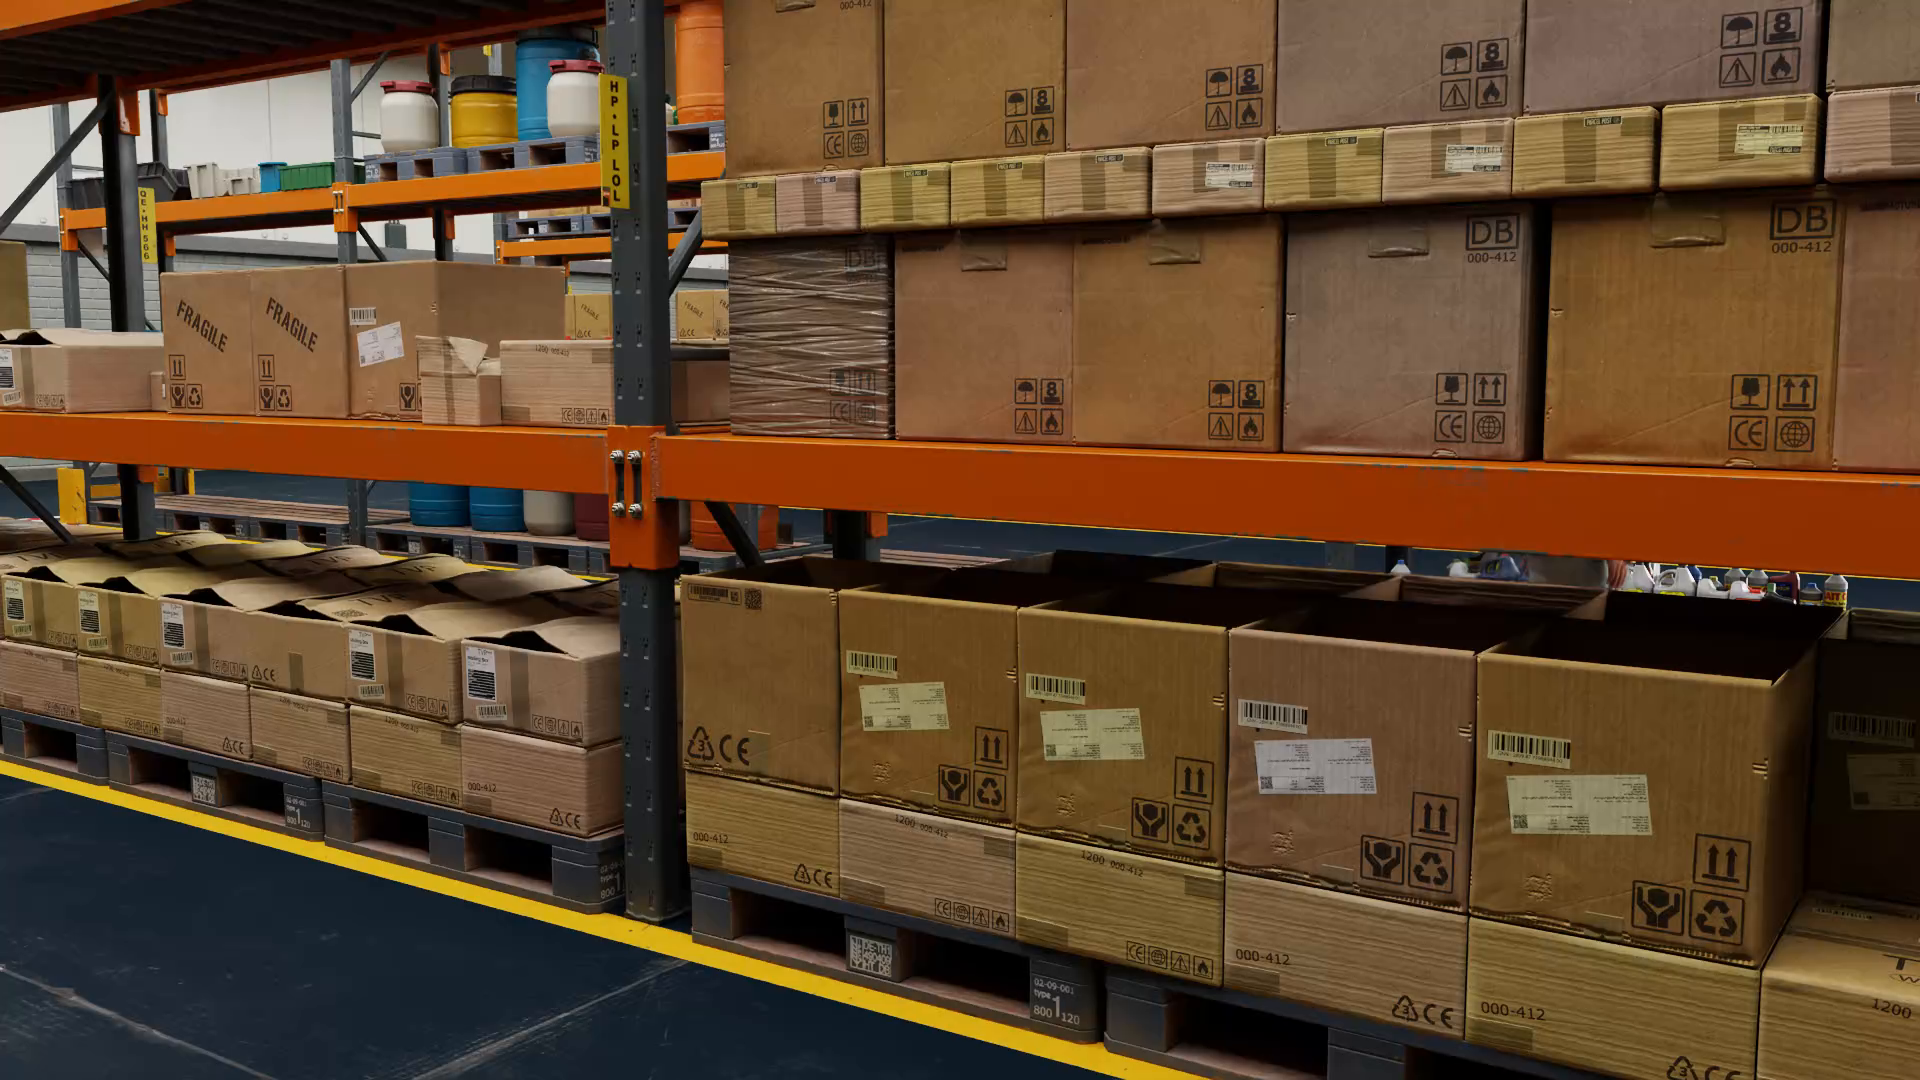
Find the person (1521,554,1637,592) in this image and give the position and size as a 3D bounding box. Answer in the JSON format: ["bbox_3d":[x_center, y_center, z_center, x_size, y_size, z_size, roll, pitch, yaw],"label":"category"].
[{"bbox_3d":[2.133,0.004,5.701,0.499,1.833,0.565,1,6,8],"label":"person"}]
